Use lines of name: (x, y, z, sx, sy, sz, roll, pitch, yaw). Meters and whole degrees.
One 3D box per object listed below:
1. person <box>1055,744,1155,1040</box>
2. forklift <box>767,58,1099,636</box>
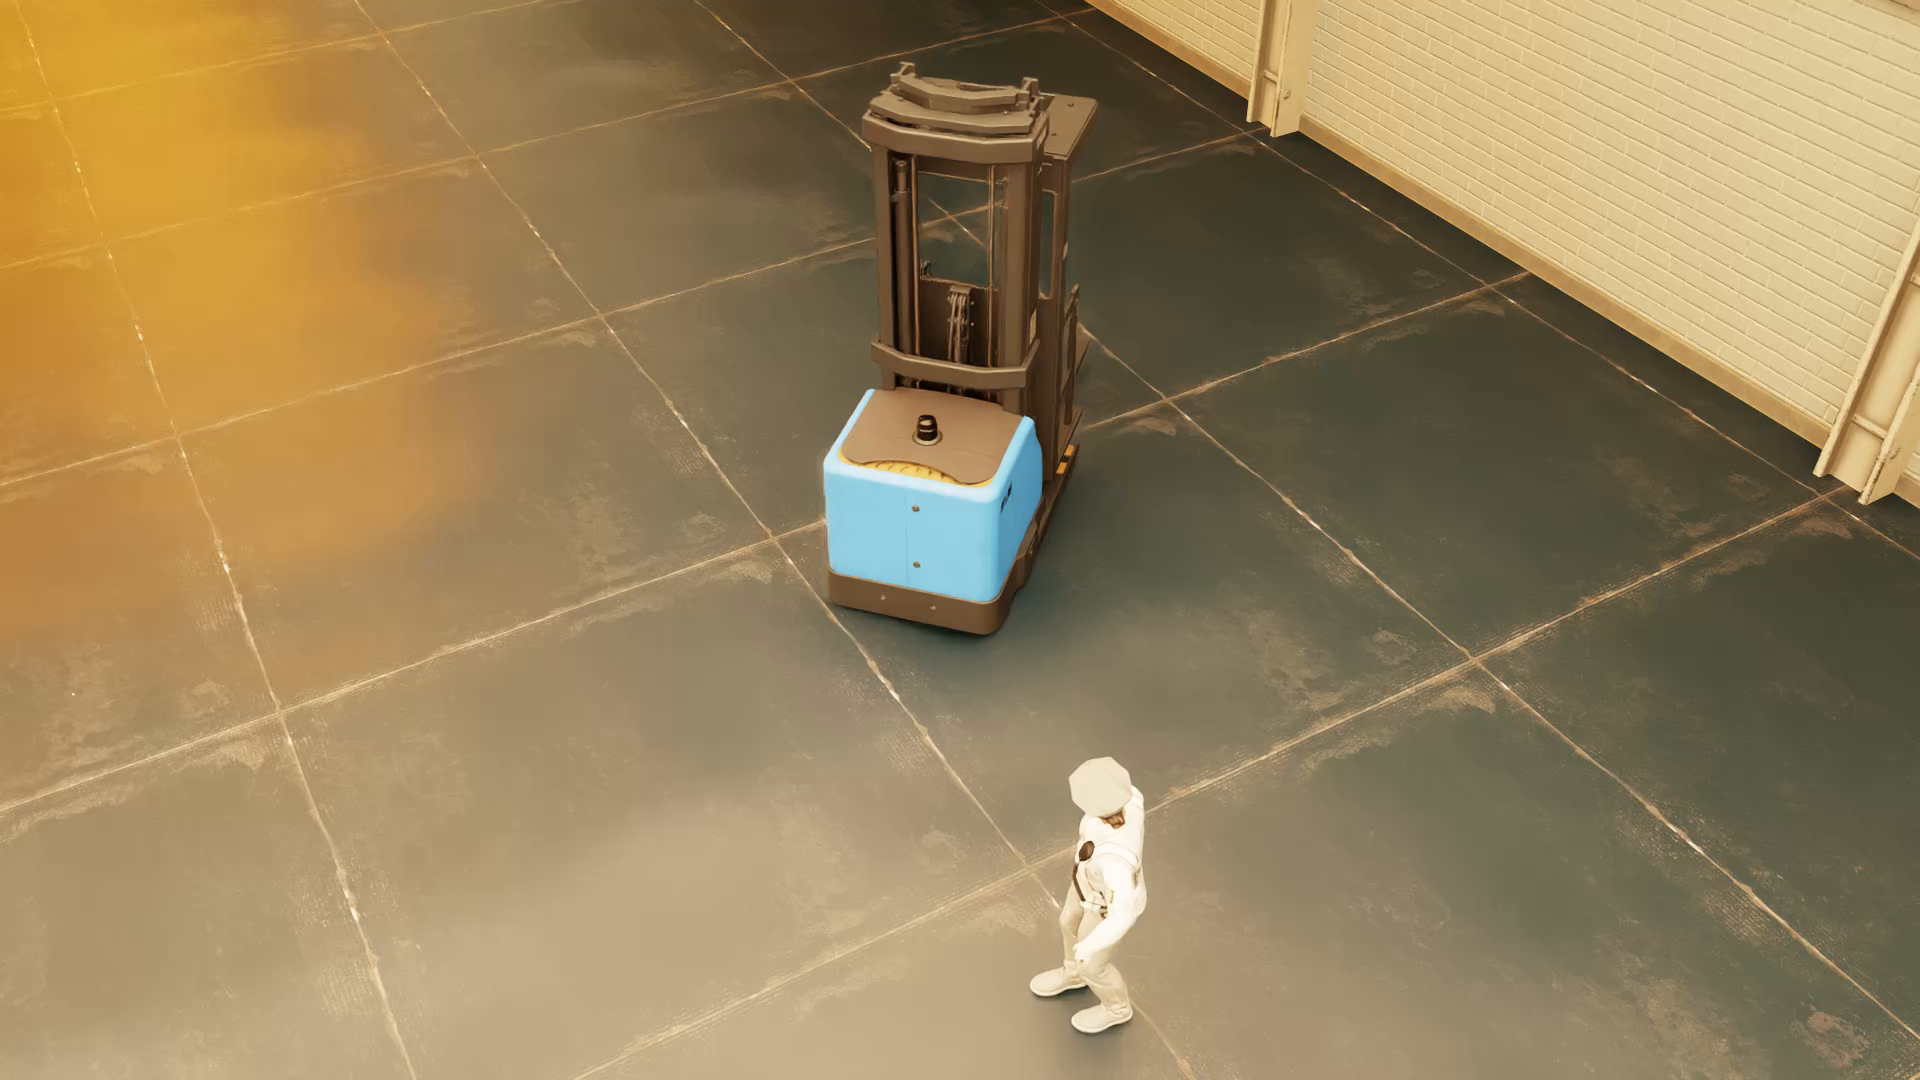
person: (0.618, 1.523, 7.178, 0.337, 1.689, 0.490, -1, 40, -1)
forklift: (-0.337, -1.505, 9.850, 1.130, 2.935, 3.031, -19, 43, -21)
